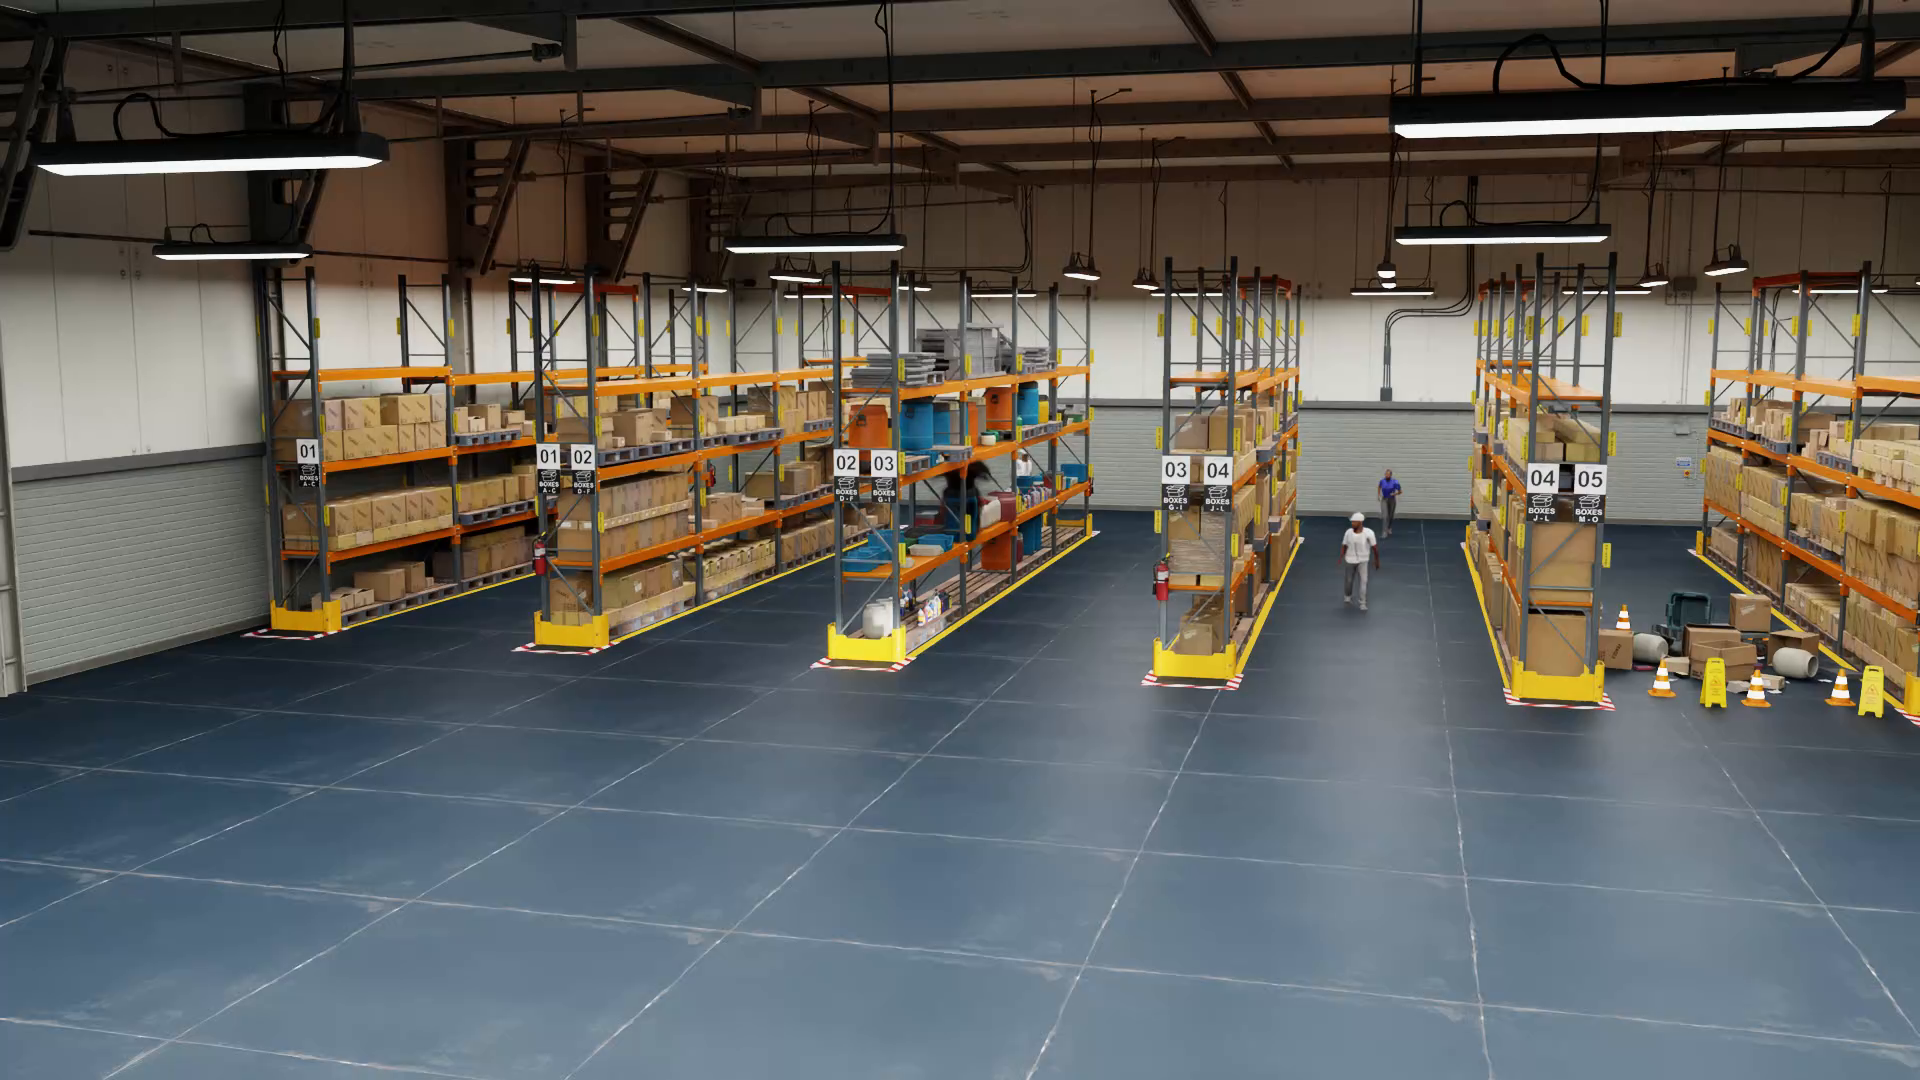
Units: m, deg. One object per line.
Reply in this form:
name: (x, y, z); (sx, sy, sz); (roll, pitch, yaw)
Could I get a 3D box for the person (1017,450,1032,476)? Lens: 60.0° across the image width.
person: (1.658, -1.589, 44.993); (0.726, 1.751, 0.587); (3, 8, 20)

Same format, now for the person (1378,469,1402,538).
person: (10.320, -0.902, 39.957); (0.573, 1.609, 1.028); (2, 7, 15)

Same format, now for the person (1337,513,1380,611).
person: (7.140, 0.374, 29.797); (0.758, 1.721, 1.028); (1, 7, 6)

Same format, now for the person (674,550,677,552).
person: (-6.520, -0.443, 36.521); (0.529, 1.630, 0.931); (1, 7, 8)
